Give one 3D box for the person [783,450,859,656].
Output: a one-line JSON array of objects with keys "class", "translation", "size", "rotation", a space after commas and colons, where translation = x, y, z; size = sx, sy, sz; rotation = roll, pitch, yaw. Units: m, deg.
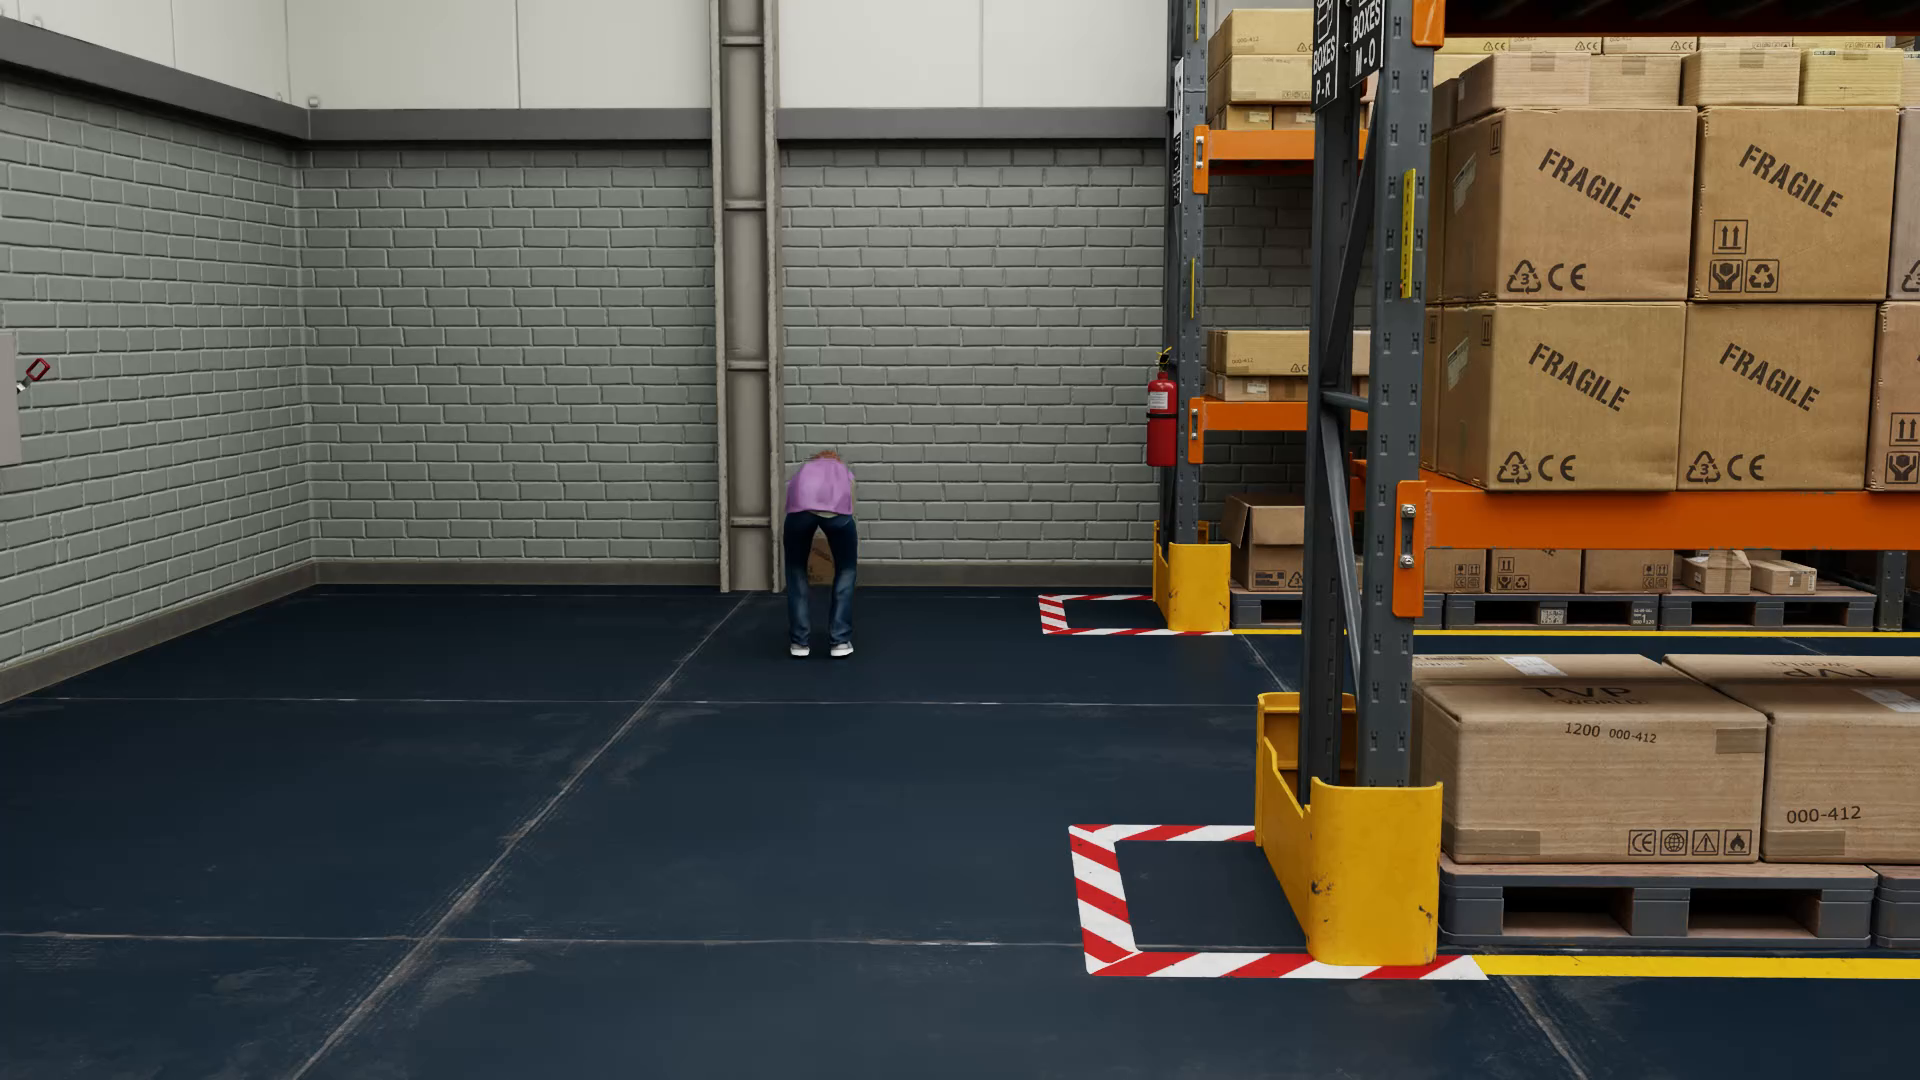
[{"class": "person", "translation": [-0.736, 0.066, 8.949], "size": [0.390, 1.047, 0.864], "rotation": [0, 7, -1]}]
